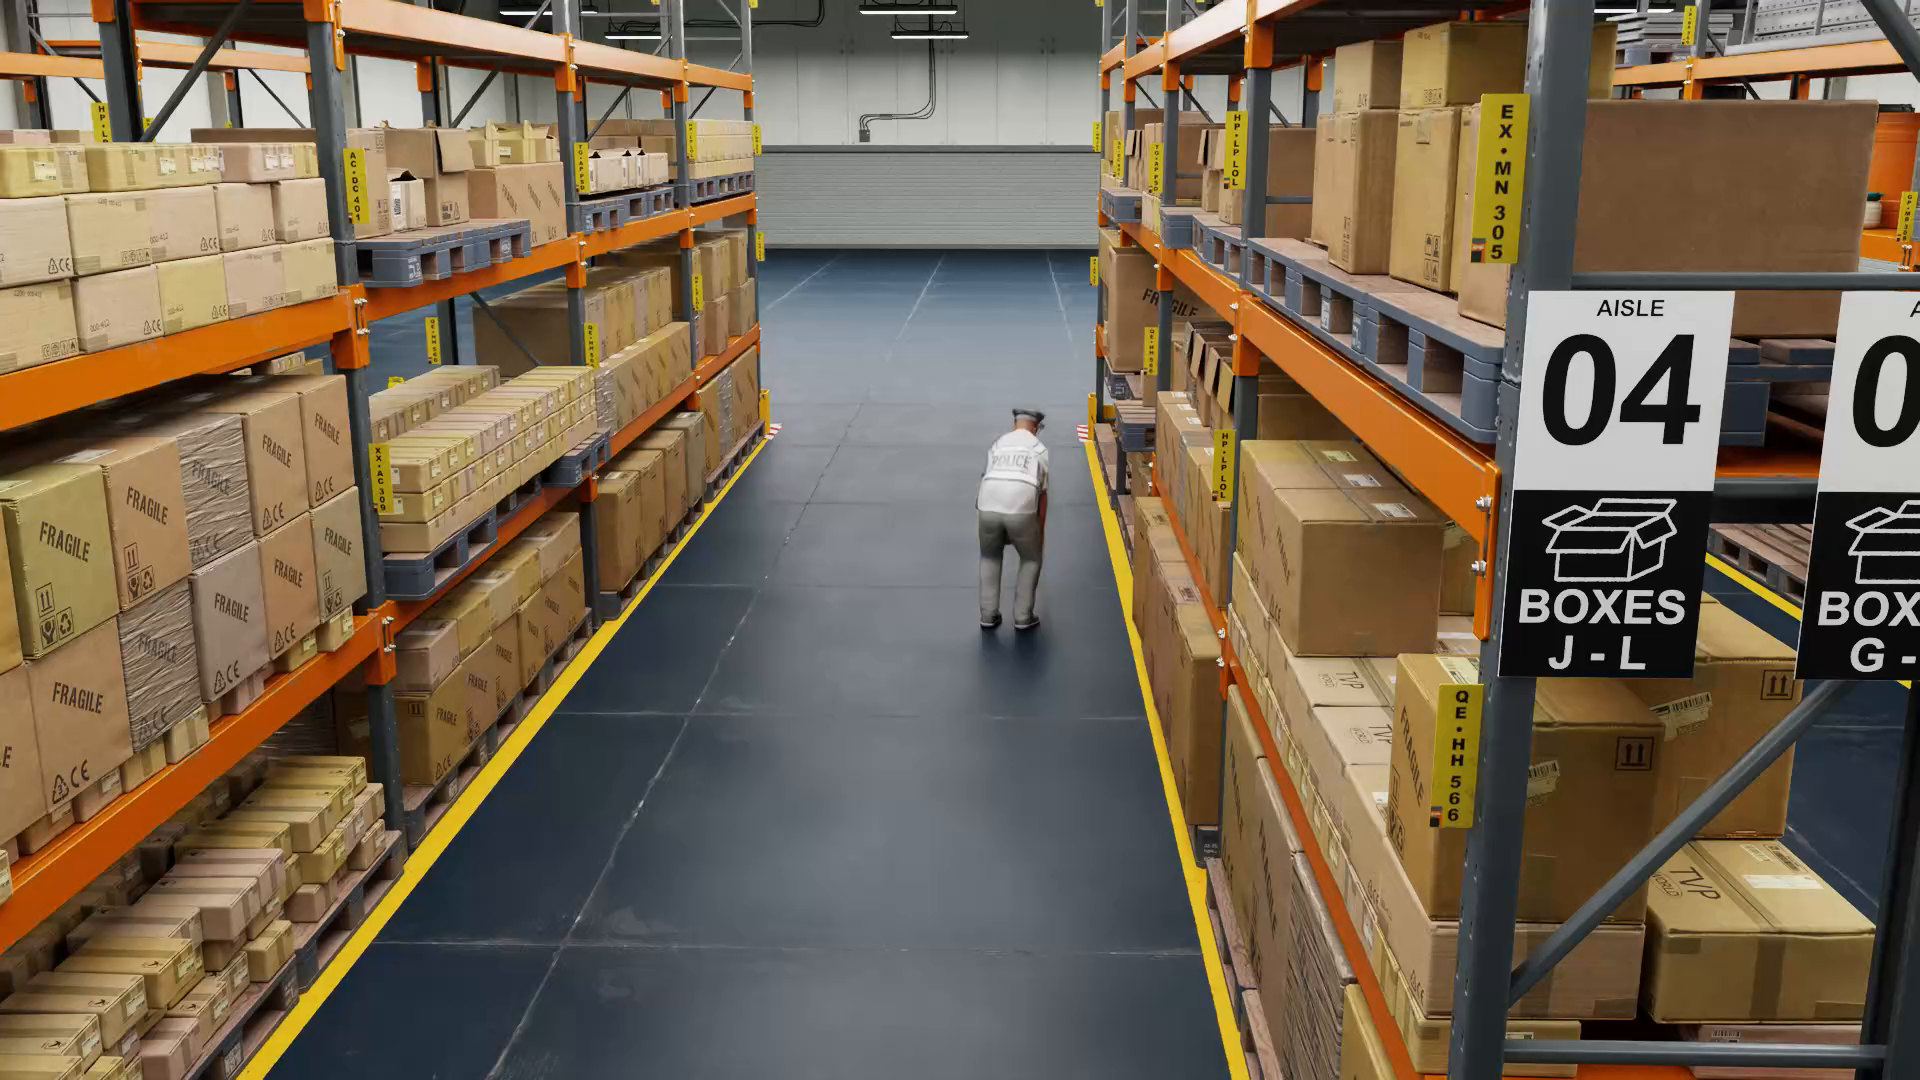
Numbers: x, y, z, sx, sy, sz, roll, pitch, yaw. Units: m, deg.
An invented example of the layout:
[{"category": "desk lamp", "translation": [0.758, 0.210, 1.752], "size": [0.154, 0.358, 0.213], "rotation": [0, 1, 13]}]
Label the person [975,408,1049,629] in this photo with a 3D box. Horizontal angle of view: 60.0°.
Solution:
[{"category": "person", "translation": [0.407, -0.161, 12.097], "size": [0.467, 1.541, 0.858], "rotation": [5, 15, 18]}]
